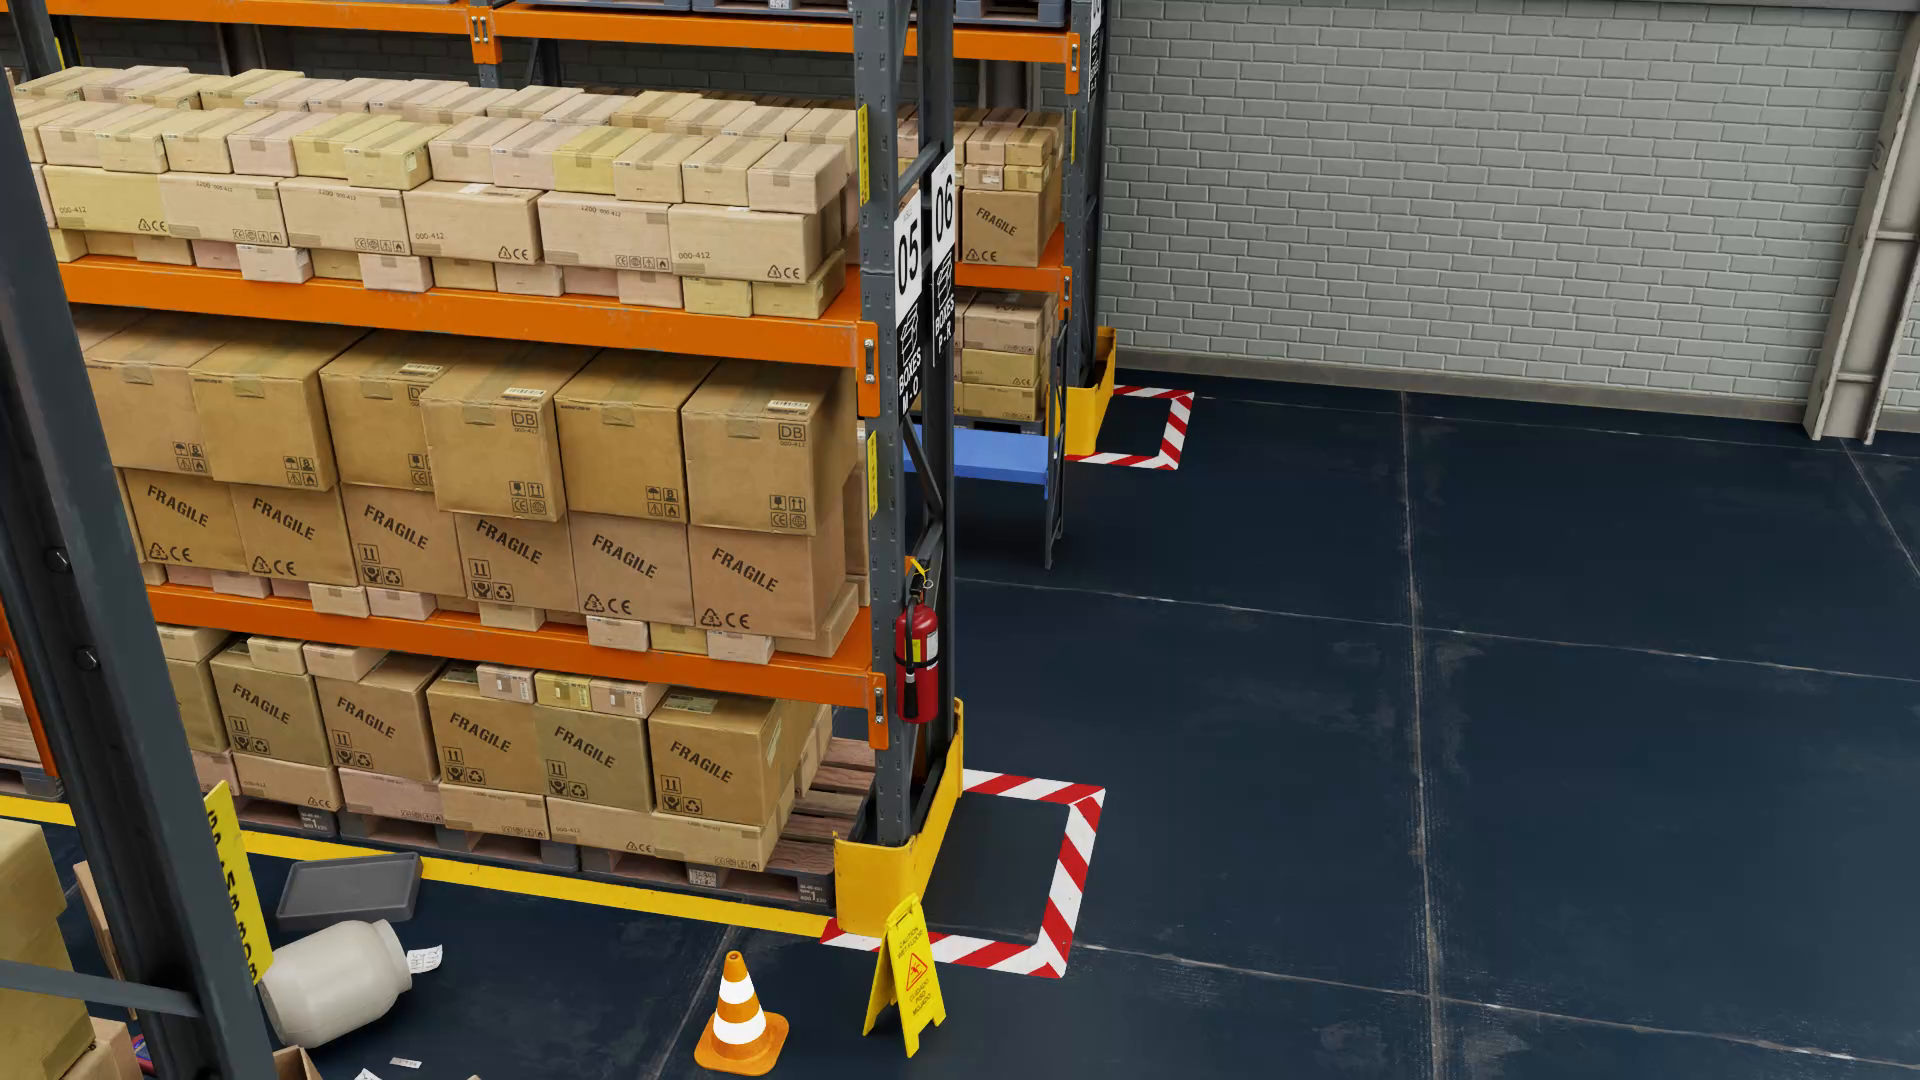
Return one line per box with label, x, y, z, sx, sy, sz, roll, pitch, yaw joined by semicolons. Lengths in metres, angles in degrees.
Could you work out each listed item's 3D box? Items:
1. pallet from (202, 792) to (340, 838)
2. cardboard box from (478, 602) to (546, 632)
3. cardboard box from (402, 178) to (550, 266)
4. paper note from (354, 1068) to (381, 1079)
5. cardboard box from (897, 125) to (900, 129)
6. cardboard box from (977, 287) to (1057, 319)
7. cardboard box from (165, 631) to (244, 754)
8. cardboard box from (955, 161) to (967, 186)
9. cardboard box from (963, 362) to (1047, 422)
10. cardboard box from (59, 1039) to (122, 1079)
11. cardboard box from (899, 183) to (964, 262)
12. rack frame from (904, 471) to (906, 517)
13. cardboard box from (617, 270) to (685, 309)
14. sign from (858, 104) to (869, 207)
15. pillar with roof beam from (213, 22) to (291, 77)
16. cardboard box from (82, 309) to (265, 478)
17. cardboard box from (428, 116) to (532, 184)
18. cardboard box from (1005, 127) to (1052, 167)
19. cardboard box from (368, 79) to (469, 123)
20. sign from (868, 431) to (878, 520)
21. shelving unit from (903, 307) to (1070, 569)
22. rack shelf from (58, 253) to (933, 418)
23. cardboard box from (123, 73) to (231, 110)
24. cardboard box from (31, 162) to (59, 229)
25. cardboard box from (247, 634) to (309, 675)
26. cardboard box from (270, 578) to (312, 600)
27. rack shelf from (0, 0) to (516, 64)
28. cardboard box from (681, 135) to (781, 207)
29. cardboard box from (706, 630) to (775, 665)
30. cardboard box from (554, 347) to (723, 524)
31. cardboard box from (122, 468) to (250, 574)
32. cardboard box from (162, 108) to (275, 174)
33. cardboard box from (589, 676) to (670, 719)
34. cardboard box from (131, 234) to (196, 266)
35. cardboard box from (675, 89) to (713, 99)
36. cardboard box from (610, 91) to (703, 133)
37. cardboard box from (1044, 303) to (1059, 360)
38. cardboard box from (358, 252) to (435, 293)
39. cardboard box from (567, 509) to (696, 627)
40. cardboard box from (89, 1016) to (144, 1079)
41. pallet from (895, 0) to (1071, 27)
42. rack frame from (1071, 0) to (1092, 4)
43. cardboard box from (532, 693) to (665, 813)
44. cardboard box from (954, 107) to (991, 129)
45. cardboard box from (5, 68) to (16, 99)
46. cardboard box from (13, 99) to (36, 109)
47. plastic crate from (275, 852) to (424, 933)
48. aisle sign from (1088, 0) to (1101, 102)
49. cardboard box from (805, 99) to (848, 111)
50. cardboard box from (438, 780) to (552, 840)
pallet;-3.437;1.020;8.328;1.213;0.211;1.003;6;29;11
cardboard box;-1.865;0.225;7.138;0.250;0.149;0.380;6;29;10
cardboard box;-1.746;-1.258;6.310;0.500;0.250;0.500;7;29;12
paper note;-2.329;2.139;6.484;0.142;0.019;0.148;17;33;28
cardboard box;-0.566;-2.637;11.016;0.250;0.149;0.380;7;29;12
cardboard box;0.413;-1.738;11.847;0.500;0.250;0.500;5;29;10
cardboard box;-3.580;0.625;7.791;0.500;0.500;0.500;7;30;13
cardboard box;-0.051;-2.482;11.042;0.250;0.149;0.380;6;29;12
cardboard box;0.318;-1.061;11.652;0.500;0.250;0.500;6;29;11
cardboard box;-1.392;0.864;2.307;0.250;0.149;0.380;6;29;11
cardboard box;-0.198;-2.210;11.221;0.500;0.500;0.500;7;29;12
rack frame;-0.414;-0.700;10.129;0.032;1.500;0.500;6;29;11
cardboard box;-1.100;-1.015;6.280;0.250;0.149;0.380;7;29;12
sign;-0.325;-1.298;5.613;0.005;0.325;0.100;6;29;11
pillar with roof beam;-6.416;-3.888;8.144;0.400;9.000;9.100;6;29;11
cardboard box;-3.221;-0.659;7.037;0.500;0.500;0.700;6;29;11
cardboard box;-1.805;-1.480;6.299;0.250;0.149;0.380;5;29;9
cardboard box;0.449;-2.580;10.911;0.250;0.149;0.380;6;29;11
cardboard box;-2.209;-1.769;6.827;0.250;0.149;0.380;6;29;11
sign;-0.325;-0.240;6.192;0.005;0.325;0.100;6;29;11
shelving unit;0.083;-0.649;10.036;1.048;1.500;0.538;6;29;11
rack shelf;-2.145;-1.053;6.838;4.000;0.370;1.077;6;29;11
cardboard box;-3.239;-1.821;6.923;0.250;0.149;0.380;7;29;12
cardboard box;-3.728;-1.461;6.680;0.500;0.250;0.500;5;29;9
cardboard box;-2.968;0.432;7.468;0.250;0.149;0.380;7;29;13
cardboard box;-2.834;0.105;7.357;0.250;0.149;0.380;6;29;10
rack shelf;-5.024;-3.786;11.829;4.000;0.370;1.077;6;29;11
cardboard box;-0.826;-1.347;6.056;0.250;0.149;0.380;6;29;11
cardboard box;-0.871;0.347;6.915;0.250;0.149;0.380;6;29;10
cardboard box;-1.228;-0.468;6.689;0.500;0.500;0.700;6;29;11
cardboard box;-3.233;-0.213;7.264;0.500;0.500;0.500;6;29;10
cardboard box;-2.840;-1.541;6.410;0.250;0.149;0.380;5;29;9
cardboard box;-1.400;0.593;7.175;0.250;0.149;0.380;7;29;12
cardboard box;-3.101;-1.243;6.697;0.250;0.149;0.380;7;29;12
cardboard box;-1.937;-3.093;11.849;0.250;0.149;0.380;5;29;10
cardboard box;-1.206;-1.671;6.648;0.250;0.149;0.380;6;29;10
cardboard box;0.427;-1.526;11.981;0.500;0.250;0.500;6;29;11
cardboard box;-2.108;-1.095;6.427;0.250;0.149;0.380;6;29;10
cardboard box;-1.266;-0.004;6.882;0.500;0.500;0.500;6;29;11
cardboard box;-3.352;2.106;5.900;0.503;0.637;0.797;6;29;11
pallet;0.158;-3.544;10.730;1.213;0.211;1.003;6;29;11
rack frame;0.844;-4.815;9.837;0.127;3.000;1.000;6;29;11
cardboard box;-1.538;0.832;7.414;0.500;0.500;0.500;7;29;12
cardboard box;0.050;-2.839;11.384;0.250;0.149;0.380;6;29;12
cardboard box;-4.589;-1.934;7.417;0.500;0.250;0.500;5;29;9
cardboard box;-3.861;-1.624;6.562;0.250;0.149;0.380;5;29;10
plastic crate;-2.737;1.570;7.462;0.583;0.080;0.402;-4;29;-7
aisle sign;0.847;-3.180;10.389;0.004;0.787;0.394;6;29;11
cardboard box;-0.947;-2.945;11.579;0.250;0.149;0.380;6;29;11
cardboard box;-2.054;1.109;7.688;0.500;0.250;0.500;5;29;9
